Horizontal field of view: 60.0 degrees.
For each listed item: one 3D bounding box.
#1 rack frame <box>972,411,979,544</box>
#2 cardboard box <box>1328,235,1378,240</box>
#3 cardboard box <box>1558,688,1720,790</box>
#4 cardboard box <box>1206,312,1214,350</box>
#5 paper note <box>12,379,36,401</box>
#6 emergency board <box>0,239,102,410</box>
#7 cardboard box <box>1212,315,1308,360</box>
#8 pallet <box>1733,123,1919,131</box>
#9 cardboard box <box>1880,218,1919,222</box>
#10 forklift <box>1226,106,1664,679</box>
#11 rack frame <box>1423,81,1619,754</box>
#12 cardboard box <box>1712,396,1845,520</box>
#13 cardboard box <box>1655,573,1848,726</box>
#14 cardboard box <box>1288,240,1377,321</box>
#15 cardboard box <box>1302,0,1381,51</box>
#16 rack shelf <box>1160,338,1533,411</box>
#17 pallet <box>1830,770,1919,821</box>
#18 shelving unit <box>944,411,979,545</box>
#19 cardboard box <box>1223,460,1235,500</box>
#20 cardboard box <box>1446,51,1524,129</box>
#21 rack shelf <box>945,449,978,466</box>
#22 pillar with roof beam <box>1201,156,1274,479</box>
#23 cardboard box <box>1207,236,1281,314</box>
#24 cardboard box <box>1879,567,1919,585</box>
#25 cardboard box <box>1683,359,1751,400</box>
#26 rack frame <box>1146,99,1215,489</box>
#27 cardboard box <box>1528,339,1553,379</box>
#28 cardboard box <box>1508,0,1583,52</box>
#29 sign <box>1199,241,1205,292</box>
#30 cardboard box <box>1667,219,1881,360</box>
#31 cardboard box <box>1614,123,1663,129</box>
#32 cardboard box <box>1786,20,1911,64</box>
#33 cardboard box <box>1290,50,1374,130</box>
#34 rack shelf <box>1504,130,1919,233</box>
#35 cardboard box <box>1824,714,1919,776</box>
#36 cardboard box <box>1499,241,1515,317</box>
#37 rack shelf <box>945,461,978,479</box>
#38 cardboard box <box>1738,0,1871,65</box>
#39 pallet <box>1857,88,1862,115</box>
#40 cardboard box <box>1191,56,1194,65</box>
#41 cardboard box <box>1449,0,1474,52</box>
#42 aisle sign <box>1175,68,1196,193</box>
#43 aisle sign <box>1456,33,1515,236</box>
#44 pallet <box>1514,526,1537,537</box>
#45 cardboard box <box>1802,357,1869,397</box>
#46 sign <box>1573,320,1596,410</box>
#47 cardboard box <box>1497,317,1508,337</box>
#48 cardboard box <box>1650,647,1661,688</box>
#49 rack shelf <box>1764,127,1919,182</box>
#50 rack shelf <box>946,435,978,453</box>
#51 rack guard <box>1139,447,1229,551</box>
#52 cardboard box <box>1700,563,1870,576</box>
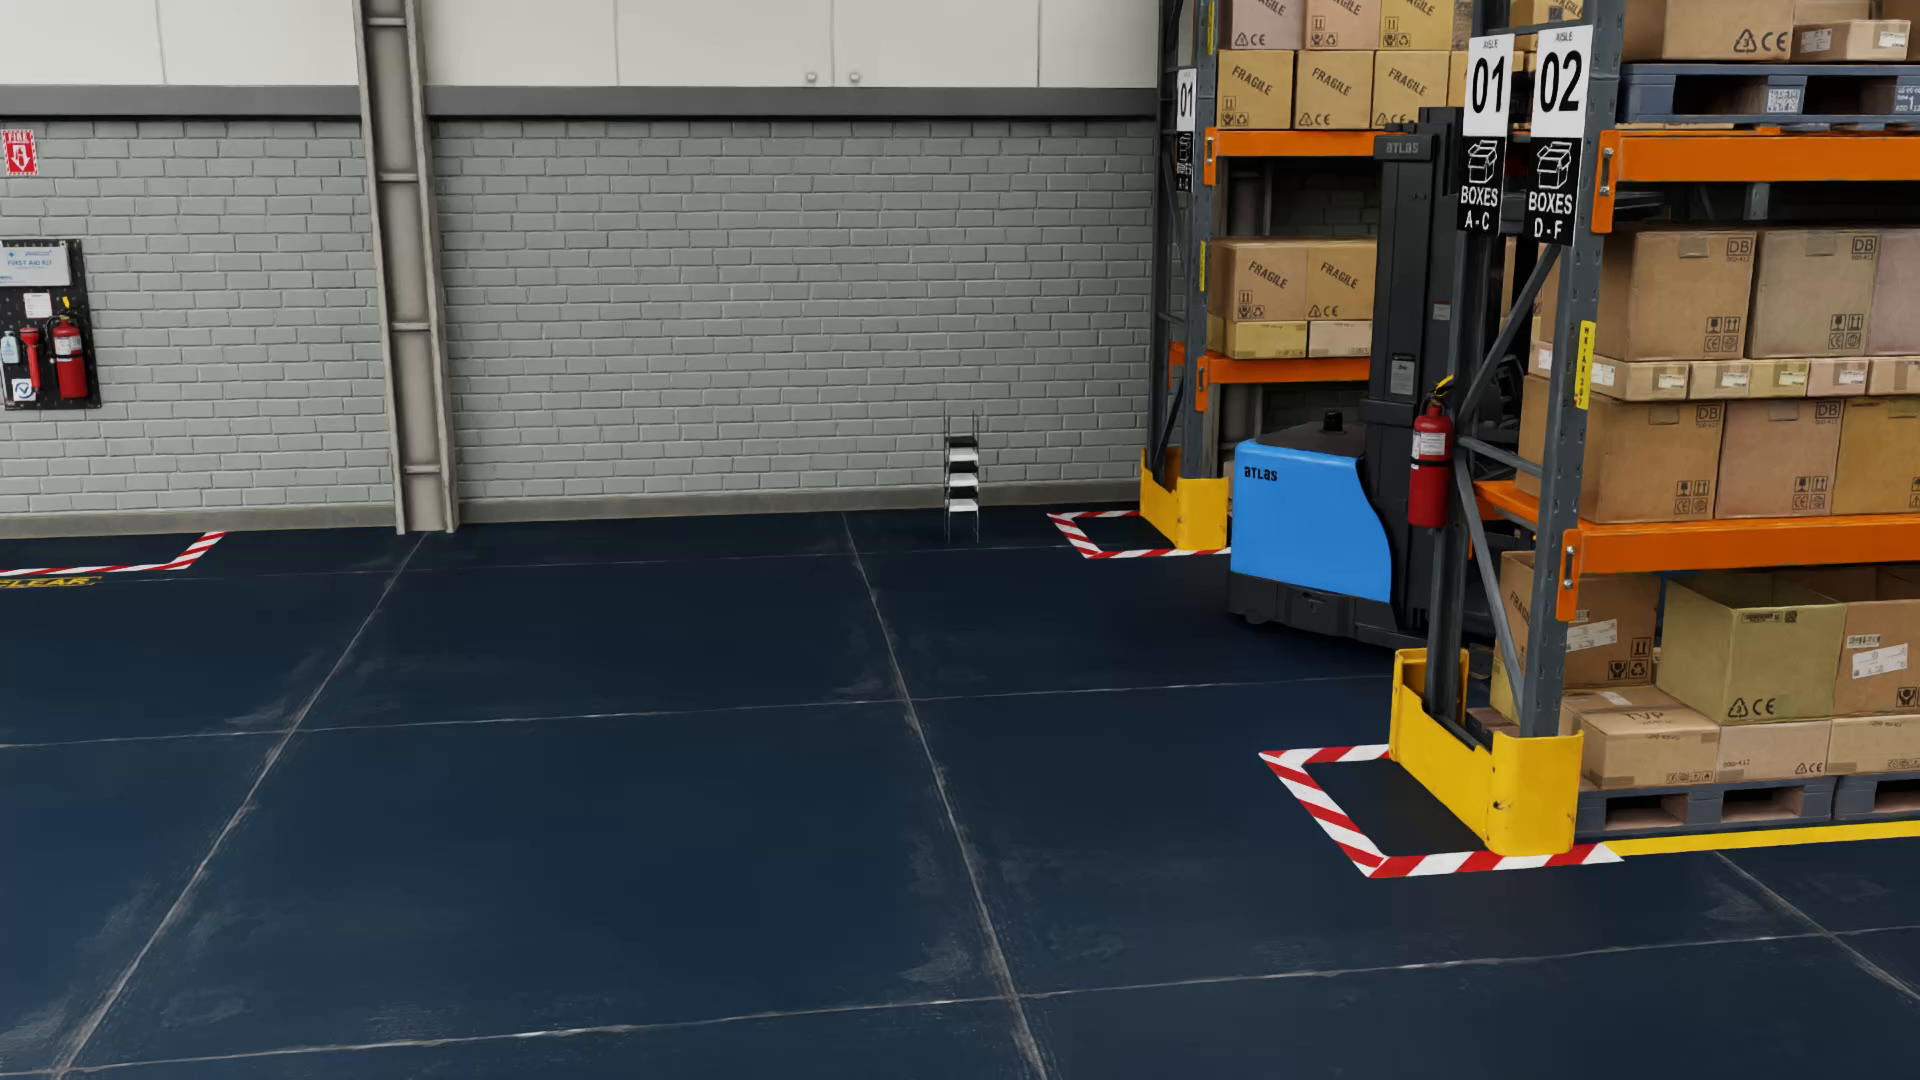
[{"bbox_3d":[0.109,-0.440,11.628,0.006,0.900,0.240,-2,14,-8],"label":"rack frame"},{"bbox_3d":[2.964,-1.927,11.965,0.500,0.500,0.500,-2,14,-10],"label":"cardboard box"},{"bbox_3d":[2.825,0.833,7.023,0.500,0.250,0.500,-2,14,-8],"label":"cardboard box"},{"bbox_3d":[1.953,-1.523,11.895,0.500,0.250,0.500,-2,14,-7],"label":"cardboard box"},{"bbox_3d":[-6.484,-1.041,11.517,0.142,0.148,0.016,-2,14,-8],"label":"paper note"},{"bbox_3d":[-6.299,-1.458,11.369,0.643,1.169,0.194,-2,14,-8],"label":"emergency board"},{"bbox_3d":[2.050,-1.401,11.408,0.500,0.250,0.500,-3,14,-10],"label":"cardboard box"},{"bbox_3d":[6.102,-3.028,11.849,1.003,0.211,1.213,-2,14,-8],"label":"pallet"},{"bbox_3d":[4.291,-1.082,6.996,0.500,0.500,0.700,-2,14,-8],"label":"cardboard box"},{"bbox_3d":[3.019,-0.800,8.885,3.031,2.935,1.130,12,18,39],"label":"forklift"},{"bbox_3d":[2.262,-0.331,6.875,0.127,3.000,1.000,-2,14,-8],"label":"rack frame"},{"bbox_3d":[3.244,-0.414,6.999,0.500,0.500,0.700,-2,14,-7],"label":"cardboard box"},{"bbox_3d":[3.319,0.451,7.006,0.500,0.500,0.500,-2,14,-8],"label":"cardboard box"},{"bbox_3d":[2.527,-1.784,11.393,0.500,0.500,0.500,-2,14,-8],"label":"cardboard box"},{"bbox_3d":[2.441,-3.482,10.972,0.500,0.500,0.500,-2,14,-9],"label":"cardboard box"},{"bbox_3d":[3.498,-1.246,12.003,4.000,0.370,1.077,-2,14,-8],"label":"rack shelf"},{"bbox_3d":[4.216,0.940,7.538,1.213,0.211,1.003,-2,14,-8],"label":"pallet"},{"bbox_3d":[0.008,-0.437,11.614,0.210,0.900,0.258,-2,14,-8],"label":"shelving unit"},{"bbox_3d":[2.218,-0.435,11.913,0.500,0.311,0.500,-4,15,-15],"label":"cardboard box"},{"bbox_3d":[3.464,-3.043,11.275,0.500,0.500,0.500,-1,14,-5],"label":"cardboard box"},{"bbox_3d":[0.008,-0.579,11.578,0.200,0.077,0.258,-2,14,-8],"label":"rack shelf"},{"bbox_3d":[2.725,-3.630,7.698,0.400,9.000,9.100,-2,14,-8],"label":"pillar with roof beam"},{"bbox_3d":[1.955,-1.891,11.823,0.500,0.500,0.500,-2,14,-9],"label":"cardboard box"},{"bbox_3d":[4.309,0.416,7.146,0.500,0.500,0.500,-2,14,-8],"label":"cardboard box"},{"bbox_3d":[2.943,-0.667,6.675,0.250,0.149,0.380,-2,14,-10],"label":"cardboard box"},{"bbox_3d":[1.520,-1.522,11.626,0.127,3.000,1.000,-2,14,-8],"label":"rack frame"},{"bbox_3d":[2.611,-0.754,7.022,0.250,0.149,0.380,-2,14,-9],"label":"cardboard box"},{"bbox_3d":[3.965,-3.538,11.196,0.500,0.500,0.500,-3,14,-10],"label":"cardboard box"},{"bbox_3d":[1.601,-1.812,11.000,0.005,0.325,0.100,-2,14,-8],"label":"sign"},{"bbox_3d":[3.297,-1.045,6.849,0.500,0.500,0.700,-2,14,-10],"label":"cardboard box"},{"bbox_3d":[4.511,-3.088,11.454,0.500,0.500,0.500,-3,14,-13],"label":"cardboard box"},{"bbox_3d":[3.451,-1.936,6.474,0.250,0.149,0.380,-2,14,-8],"label":"cardboard box"},{"bbox_3d":[2.424,-2.998,11.098,0.500,0.500,0.500,-1,14,-5],"label":"cardboard box"},{"bbox_3d":[4.239,-1.509,6.887,4.000,0.370,1.077,-2,14,-8],"label":"rack shelf"},{"bbox_3d":[3.814,0.796,7.170,0.500,0.250,0.500,-2,14,-8],"label":"cardboard box"},{"bbox_3d":[3.548,-1.822,11.548,0.500,0.500,0.500,-2,14,-7],"label":"cardboard box"},{"bbox_3d":[0.008,-0.492,11.600,0.200,0.077,0.258,-2,14,-8],"label":"rack shelf"},{"bbox_3d":[3.361,-2.090,6.880,0.500,0.250,0.500,-2,14,-8],"label":"cardboard box"},{"bbox_3d":[4.174,-1.807,6.778,1.213,0.211,1.003,-2,14,-8],"label":"pallet"},{"bbox_3d":[1.895,-3.112,11.550,0.500,0.500,0.500,-1,14,-4],"label":"cardboard box"},{"bbox_3d":[3.435,-3.650,11.643,0.500,0.500,0.500,-2,14,-8],"label":"cardboard box"},{"bbox_3d":[1.494,-2.709,11.012,0.004,0.787,0.394,-2,14,-8],"label":"aisle sign"},{"bbox_3d":[2.153,-1.660,6.831,0.004,0.787,0.394,-2,14,-8],"label":"aisle sign"},{"bbox_3d":[3.608,-0.237,12.233,1.213,0.211,1.003,-2,14,-8],"label":"pallet"},{"bbox_3d":[3.439,-0.684,6.744,0.250,0.149,0.380,-2,14,-9],"label":"cardboard box"},{"bbox_3d":[2.339,-0.656,6.227,0.005,0.325,0.100,-2,14,-8],"label":"sign"},{"bbox_3d":[3.566,-1.458,11.635,0.500,0.250,0.500,-2,14,-8],"label":"cardboard box"},{"bbox_3d":[3.241,0.687,7.603,0.500,0.250,0.500,-2,14,-8],"label":"cardboard box"},{"bbox_3d":[7.453,-2.846,12.216,4.000,0.370,1.077,-2,14,-8],"label":"rack shelf"},{"bbox_3d":[0.008,-0.666,11.556,0.200,0.077,0.258,-2,14,-8],"label":"rack shelf"},{"bbox_3d":[1.595,-0.313,11.941,0.348,0.500,1.175,-2,14,-8],"label":"rack guard"},{"bbox_3d":[3.734,0.304,7.589,0.500,0.500,0.500,-2,14,-8],"label":"cardboard box"}]
